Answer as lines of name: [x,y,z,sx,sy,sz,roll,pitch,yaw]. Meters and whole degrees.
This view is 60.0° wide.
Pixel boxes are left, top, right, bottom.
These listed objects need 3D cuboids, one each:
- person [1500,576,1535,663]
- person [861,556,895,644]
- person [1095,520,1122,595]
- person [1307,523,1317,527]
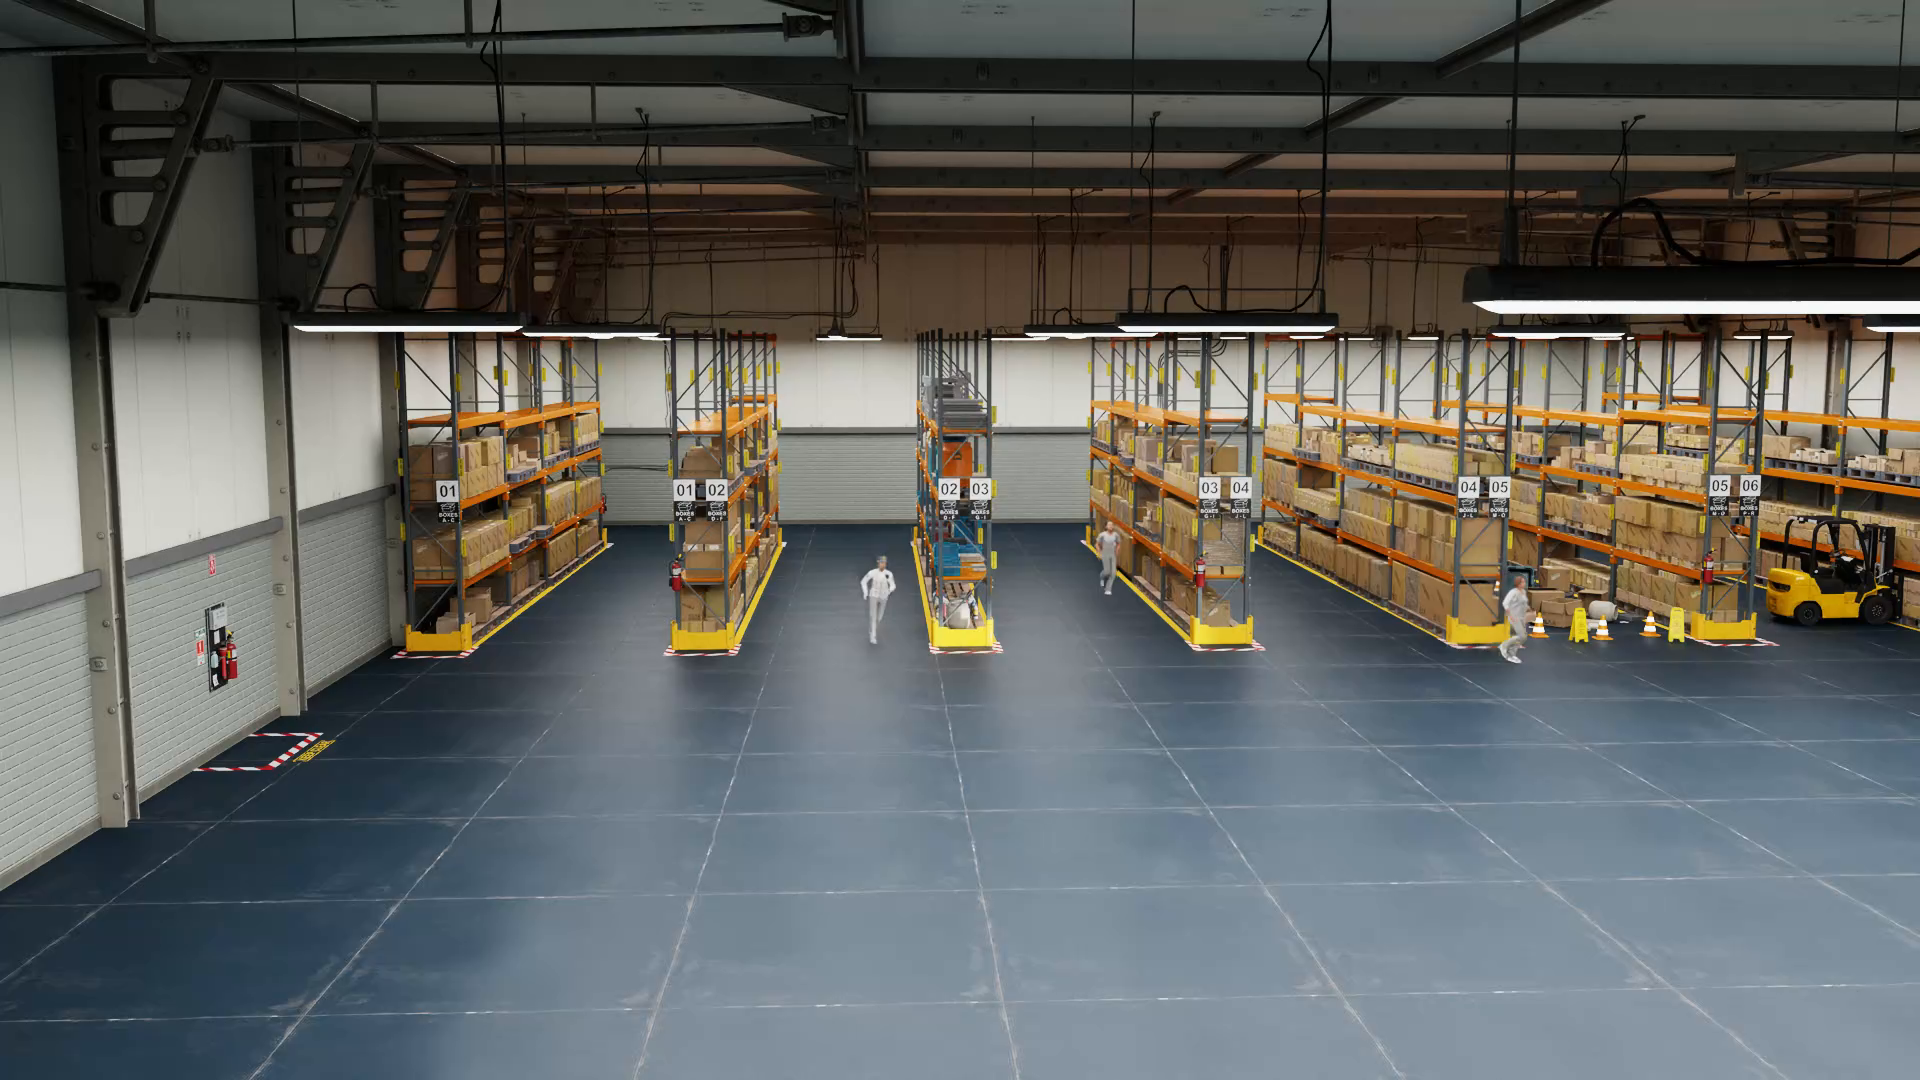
person: [10.049,1.428,29.967,0.551,1.569,0.534,-6,9,-41]
person: [-1.576,1.138,32.173,0.657,1.685,0.747,-2,7,-13]
person: [3.236,0.374,36.085,0.564,1.628,0.569,-1,7,-9]
person: [10.319,-0.855,48.685,0.687,1.700,0.555,-5,8,-36]
